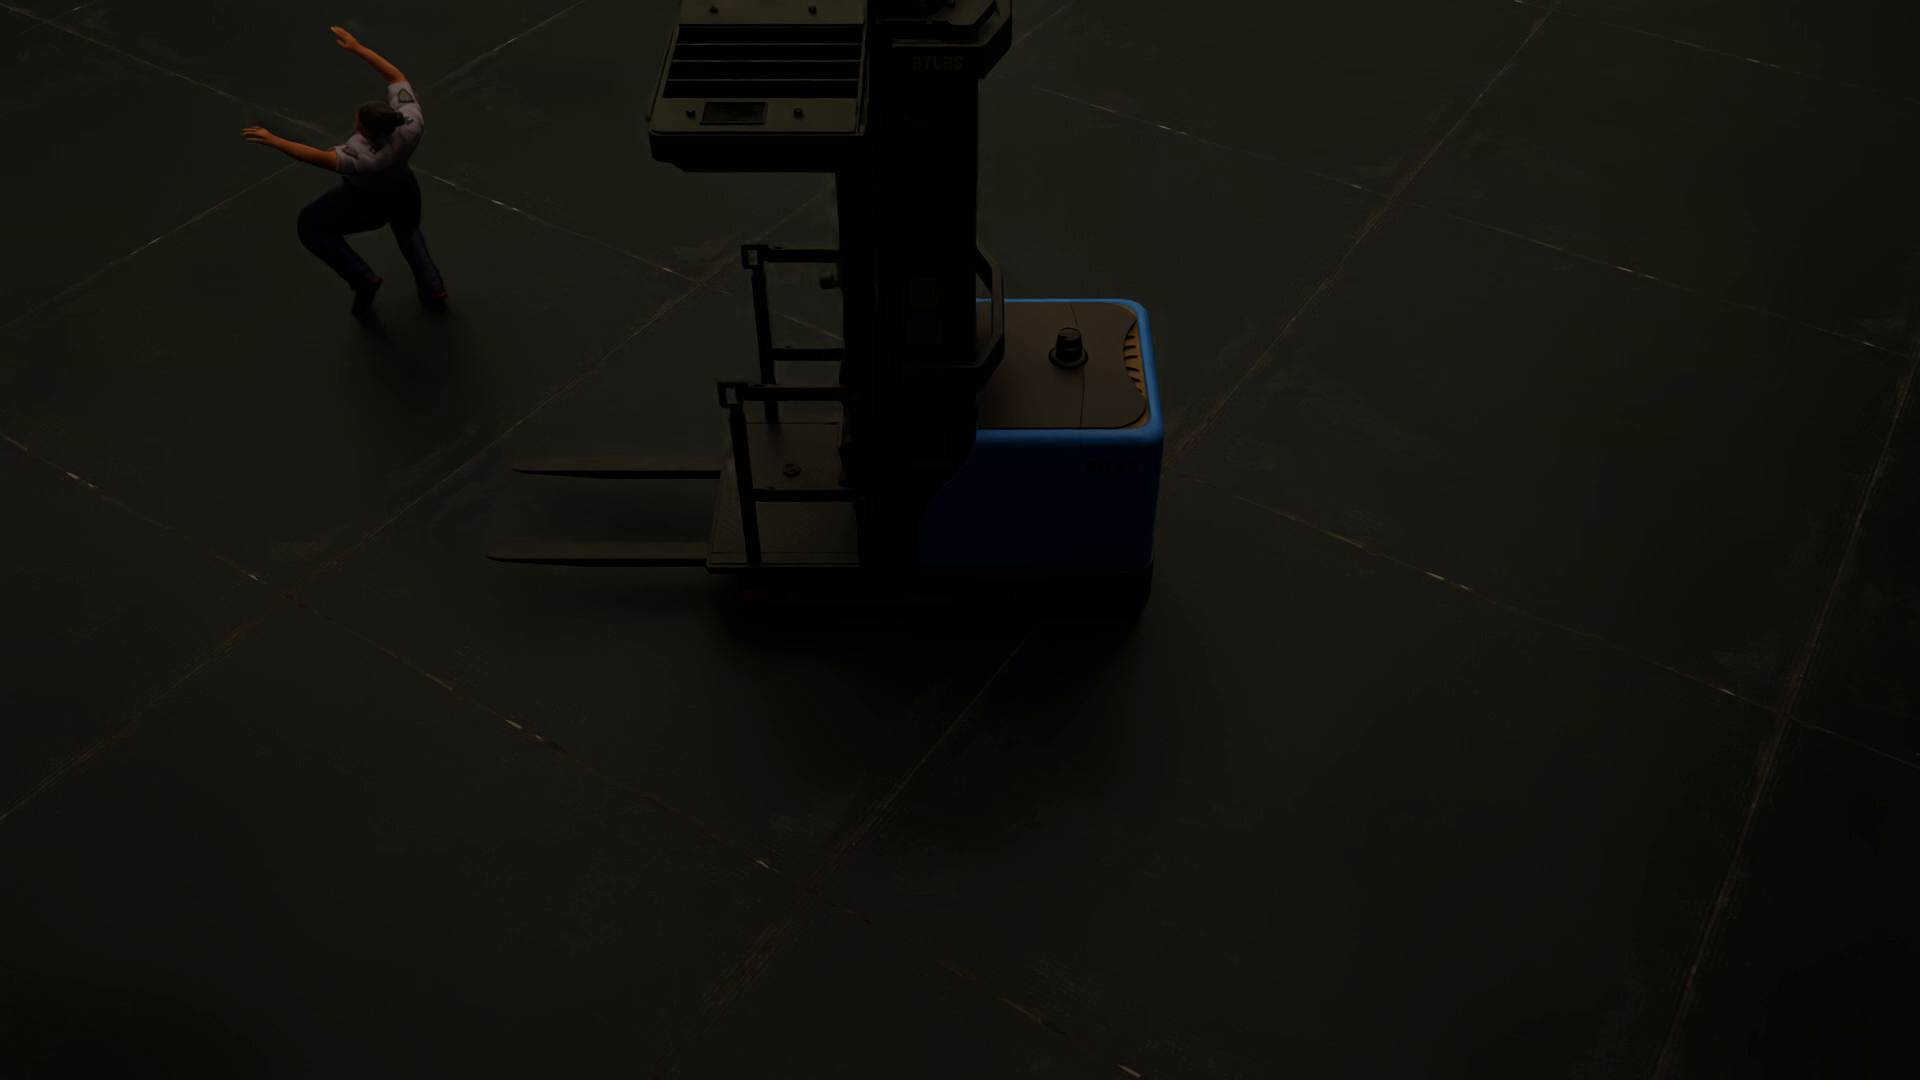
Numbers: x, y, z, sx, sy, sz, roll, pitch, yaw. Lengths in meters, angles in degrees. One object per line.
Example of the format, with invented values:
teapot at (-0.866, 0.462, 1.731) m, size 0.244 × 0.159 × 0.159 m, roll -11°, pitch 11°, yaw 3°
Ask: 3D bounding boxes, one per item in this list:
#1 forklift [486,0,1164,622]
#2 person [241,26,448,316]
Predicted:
forklift at (-0.647, -1.055, 6.962) m, size 3.031 × 2.935 × 1.130 m, roll 0°, pitch 43°, yaw 0°
person at (-3.253, -1.830, 8.799) m, size 0.758 × 1.581 × 0.996 m, roll 29°, pitch 51°, yaw 27°
